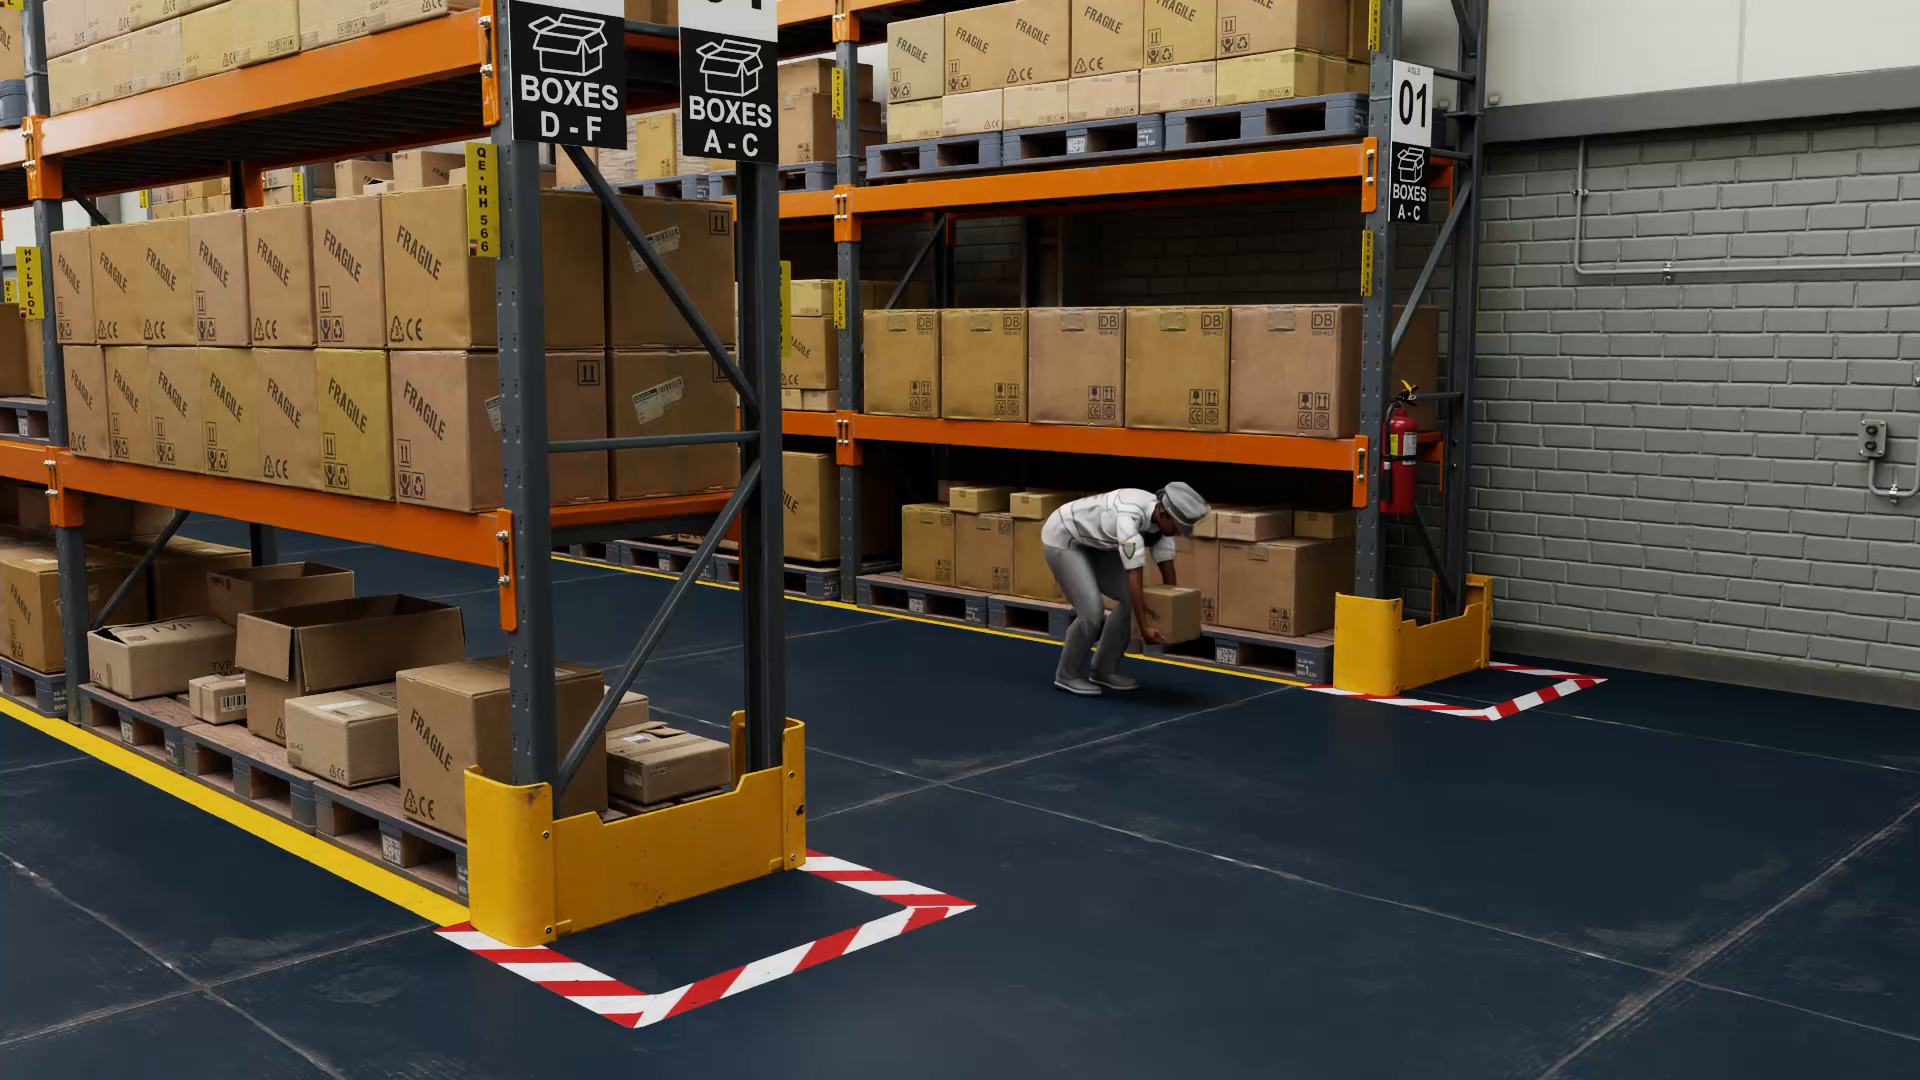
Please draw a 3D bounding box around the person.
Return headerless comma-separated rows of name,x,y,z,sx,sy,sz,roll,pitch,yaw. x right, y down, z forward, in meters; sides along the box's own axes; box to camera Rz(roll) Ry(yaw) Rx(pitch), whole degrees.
person,0.838,0.244,8.518,0.929,1.120,0.439,6,9,41
